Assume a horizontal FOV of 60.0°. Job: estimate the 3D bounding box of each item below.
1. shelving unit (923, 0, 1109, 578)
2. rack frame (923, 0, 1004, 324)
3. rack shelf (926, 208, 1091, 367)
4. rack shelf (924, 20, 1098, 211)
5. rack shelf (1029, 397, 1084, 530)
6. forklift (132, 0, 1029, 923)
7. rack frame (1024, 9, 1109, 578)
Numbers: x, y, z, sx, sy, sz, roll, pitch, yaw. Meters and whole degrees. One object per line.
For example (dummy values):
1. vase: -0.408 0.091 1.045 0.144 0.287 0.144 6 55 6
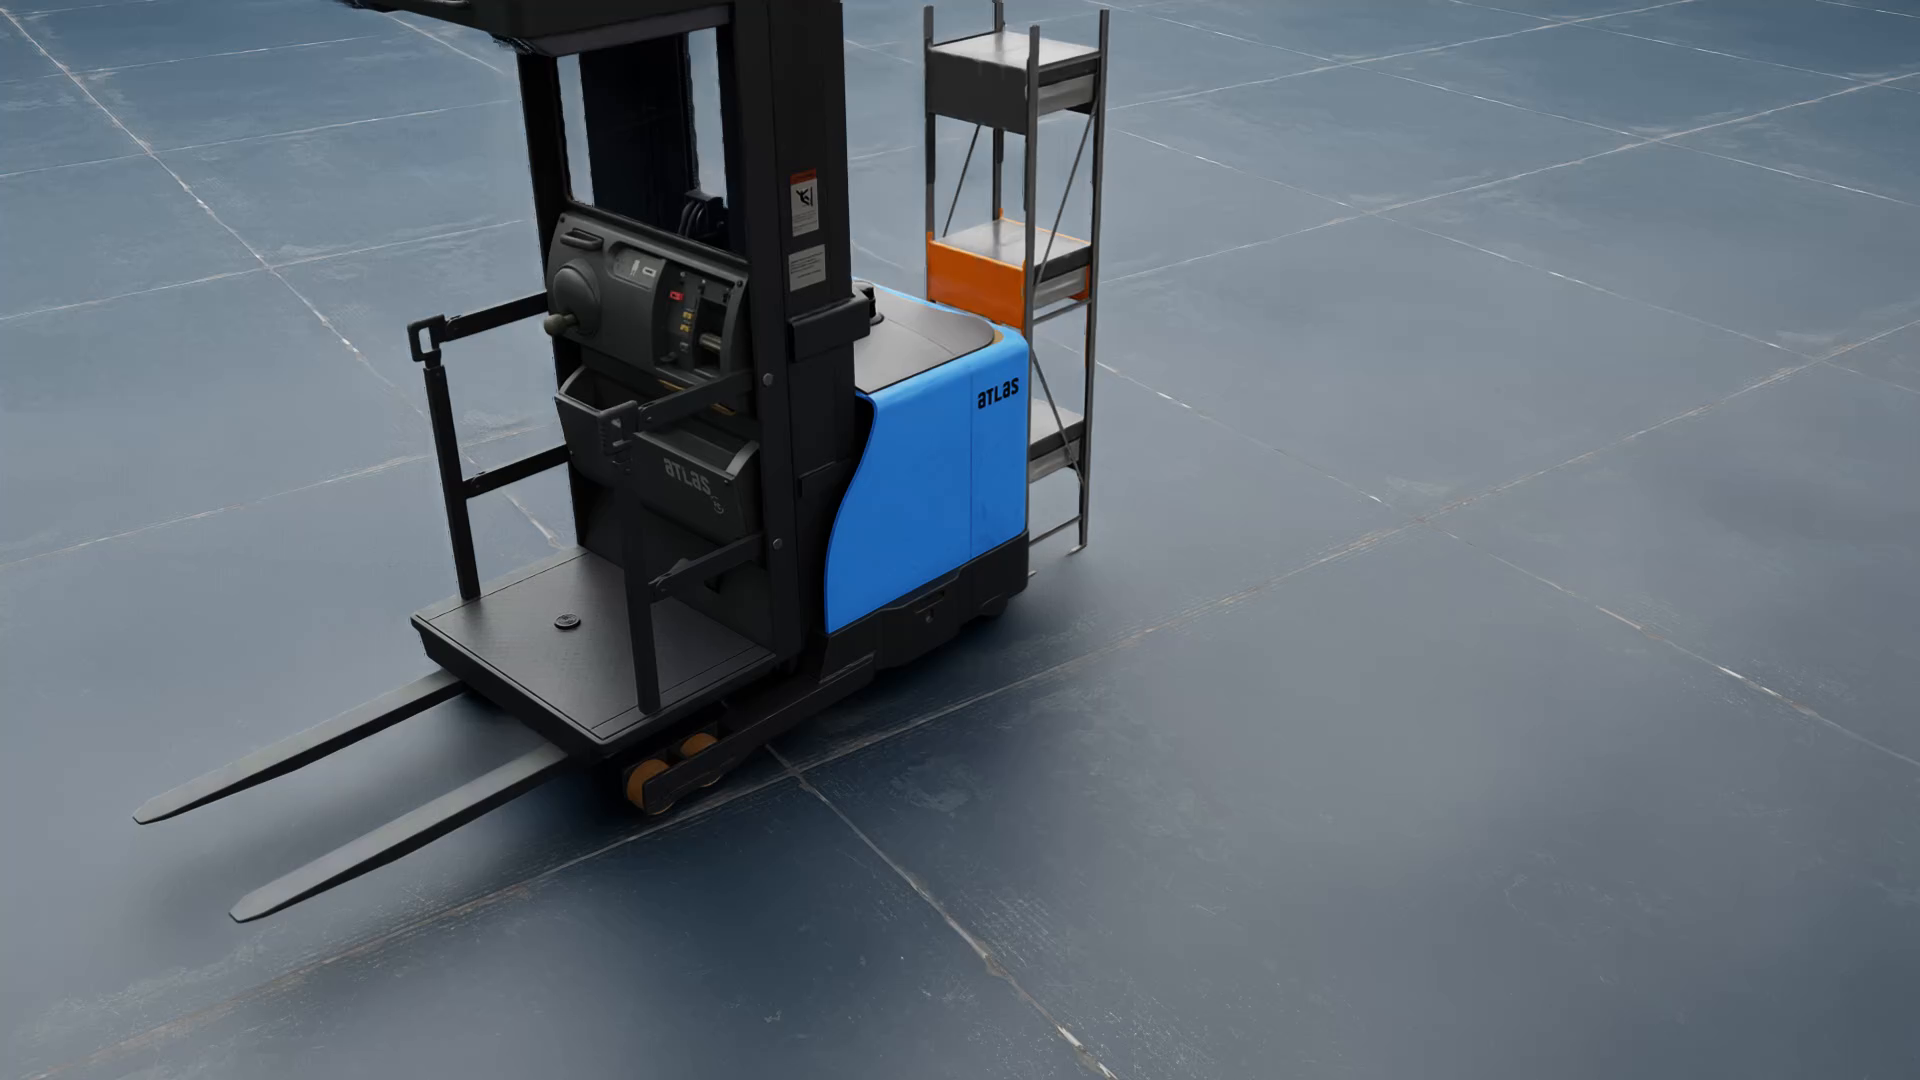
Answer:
1. shelving unit: 0.193 -0.911 6.227 0.503 2.100 0.431 24 37 37
2. rack frame: 0.015 -0.991 6.374 0.015 2.100 0.400 24 37 37
3. rack shelf: 0.193 -0.899 6.233 0.480 0.518 0.431 24 37 37
4. rack shelf: 0.193 -1.514 5.899 0.480 0.518 0.431 24 37 37
5. rack shelf: 0.193 -0.284 6.567 0.480 0.518 0.431 24 37 37
6. forklift: -1.119 -0.711 4.989 1.130 2.935 3.031 24 37 37
7. rack frame: 0.370 -0.831 6.080 0.015 2.100 0.400 24 37 37
